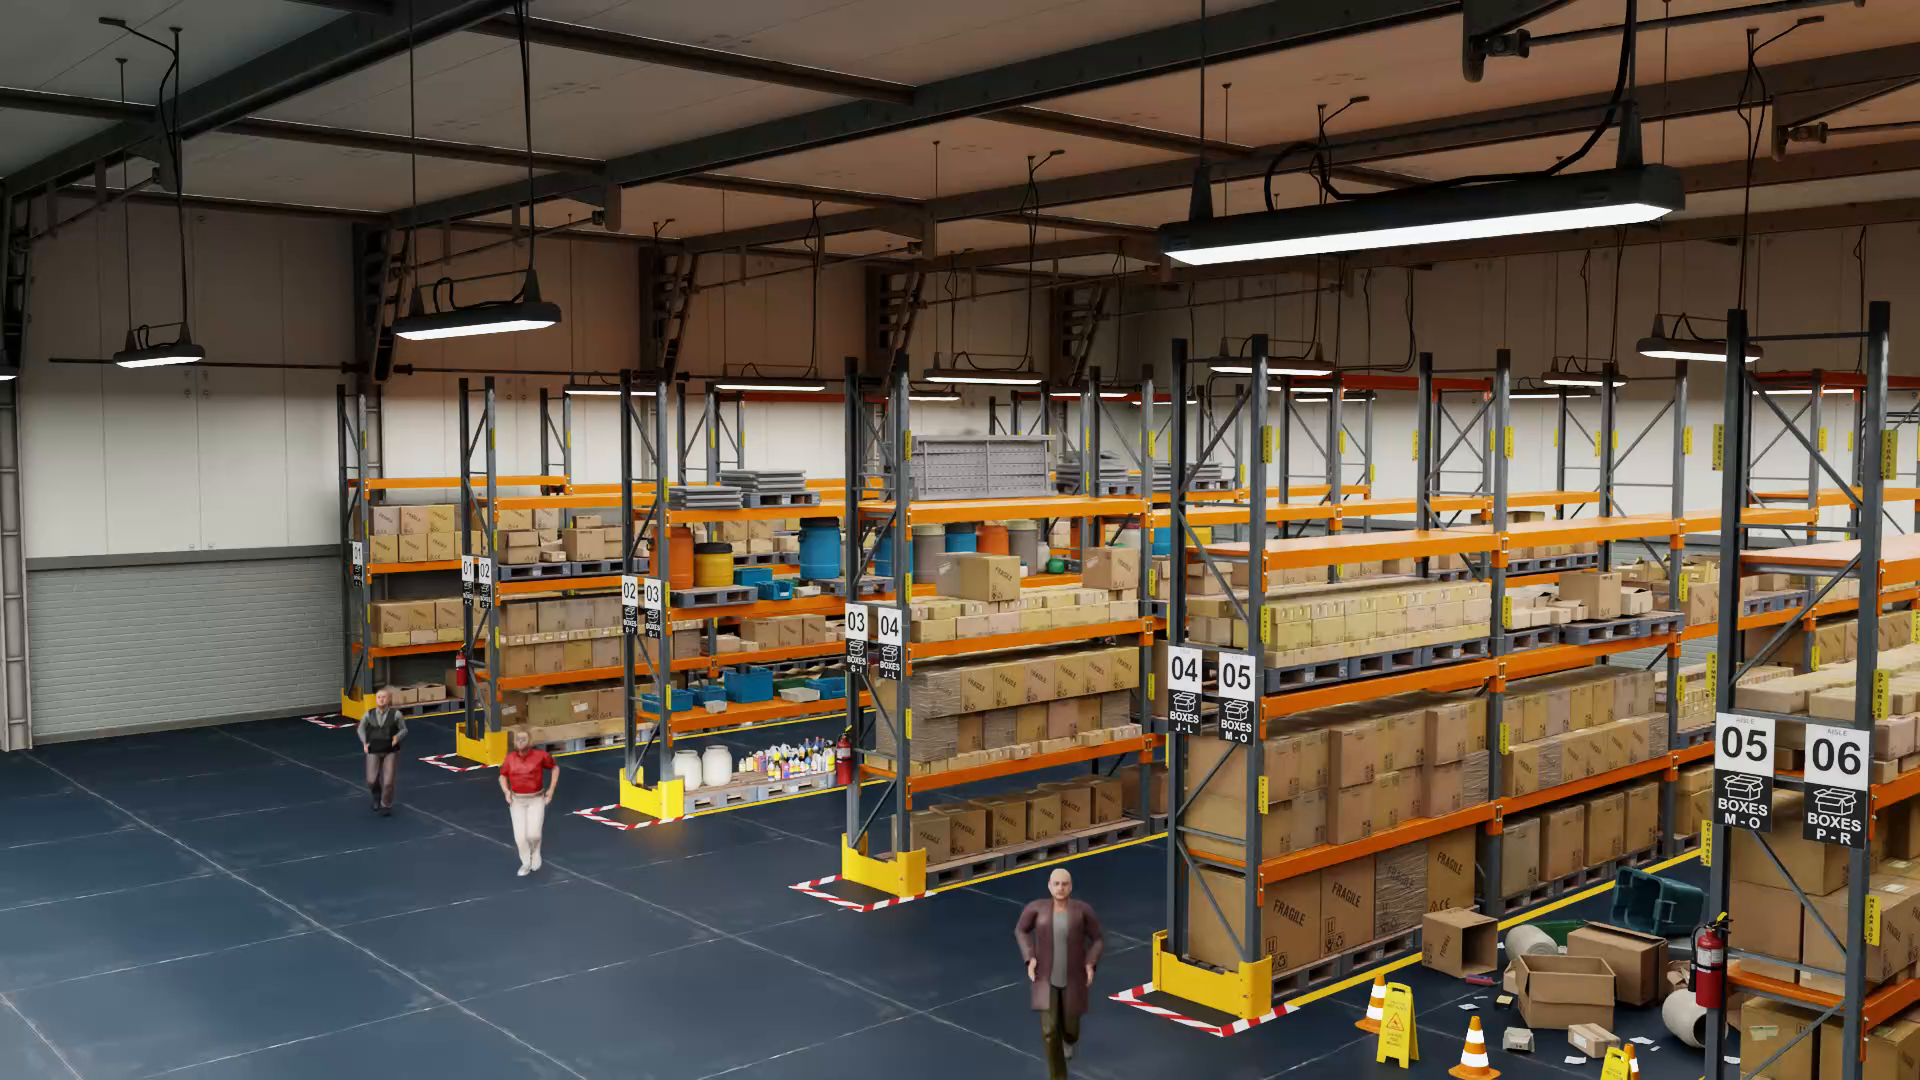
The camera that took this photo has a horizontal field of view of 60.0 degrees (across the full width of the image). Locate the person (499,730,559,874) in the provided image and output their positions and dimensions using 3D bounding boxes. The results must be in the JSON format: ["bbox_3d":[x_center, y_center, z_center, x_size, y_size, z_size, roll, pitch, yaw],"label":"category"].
[{"bbox_3d":[-5.032,3.059,19.318,0.674,1.680,0.548,0,4,-2],"label":"person"}]

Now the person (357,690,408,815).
[{"bbox_3d":[-7.737,2.859,22.275,0.654,1.675,0.591,-1,4,-15],"label":"person"}]

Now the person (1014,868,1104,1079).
[{"bbox_3d":[0.777,3.445,13.071,0.712,1.756,0.820,0,4,4],"label":"person"}]

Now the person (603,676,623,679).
[{"bbox_3d":[-6.143,2.397,29.534,0.548,1.726,0.709,3,5,42],"label":"person"}]
